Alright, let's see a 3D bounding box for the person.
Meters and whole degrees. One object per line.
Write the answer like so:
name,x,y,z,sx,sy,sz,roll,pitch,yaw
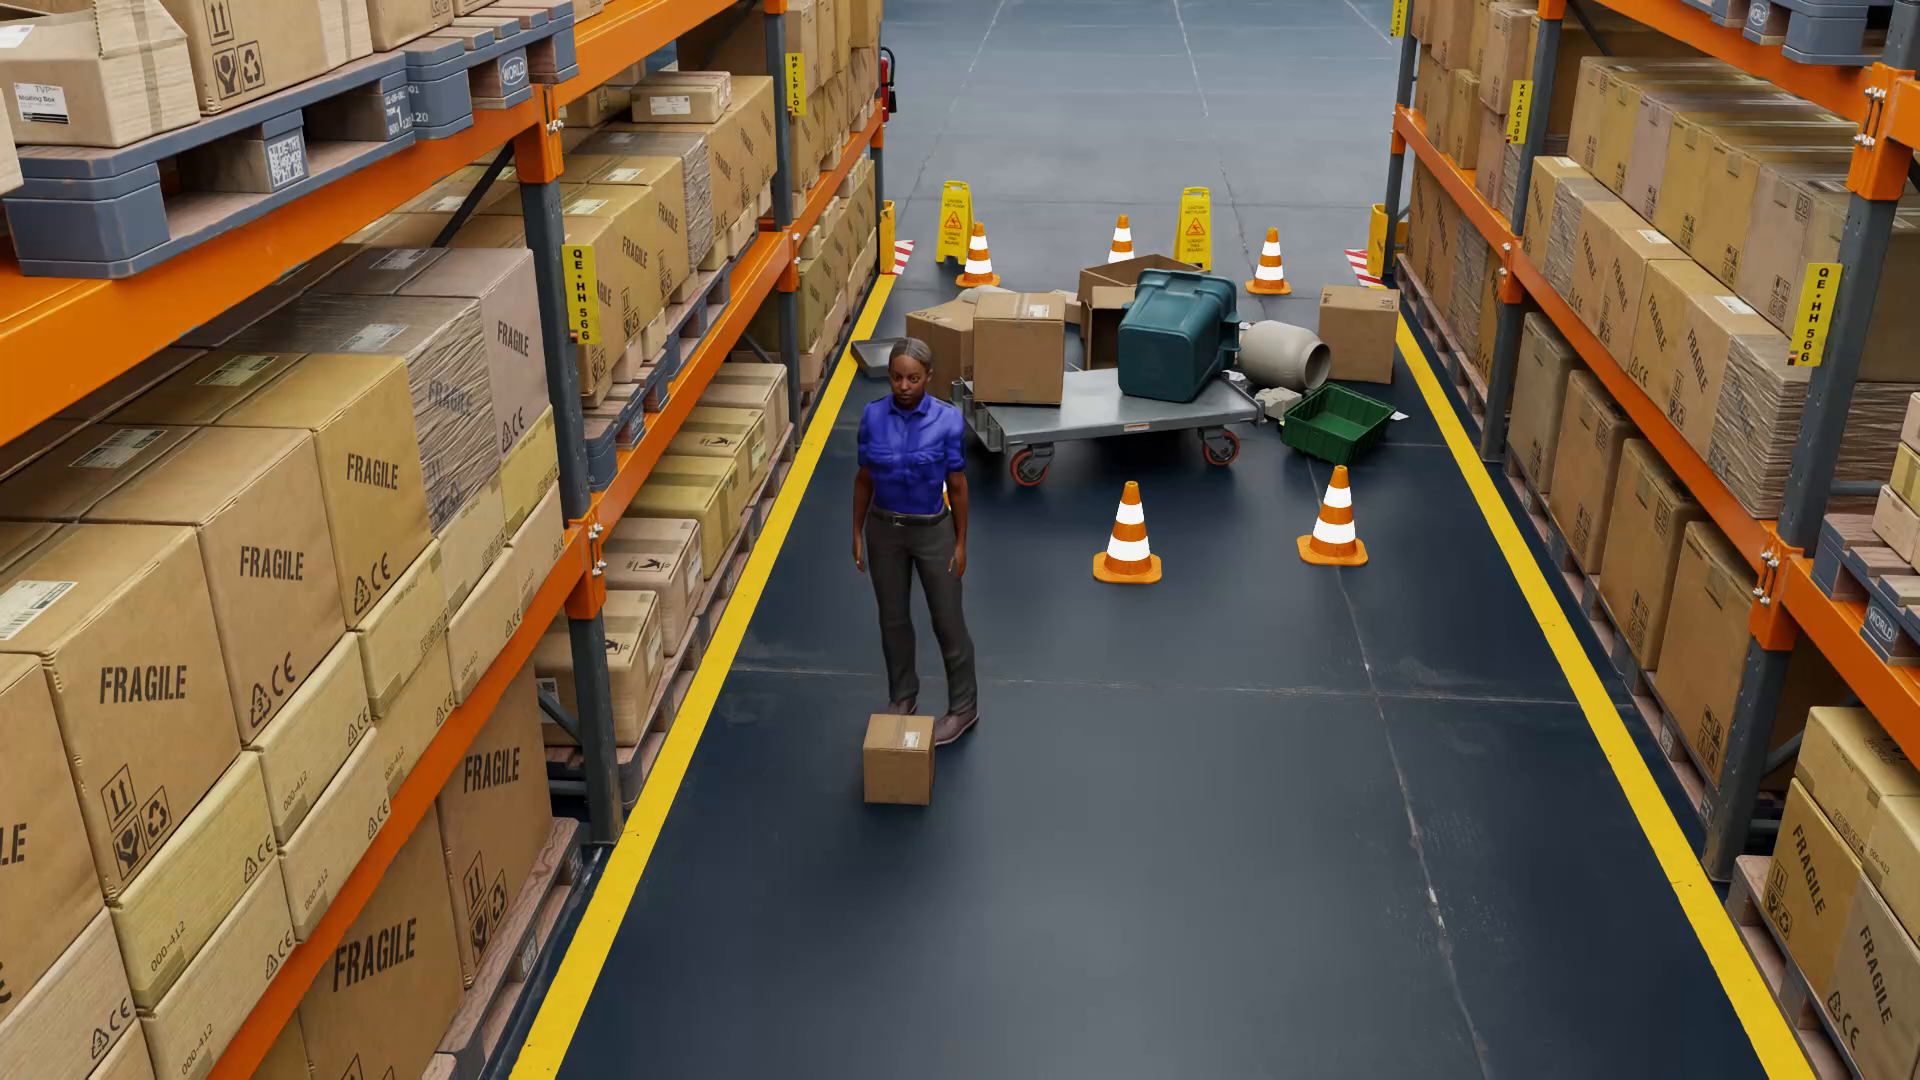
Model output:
person,-0.183,0.009,6.581,0.514,1.667,0.348,5,25,11
